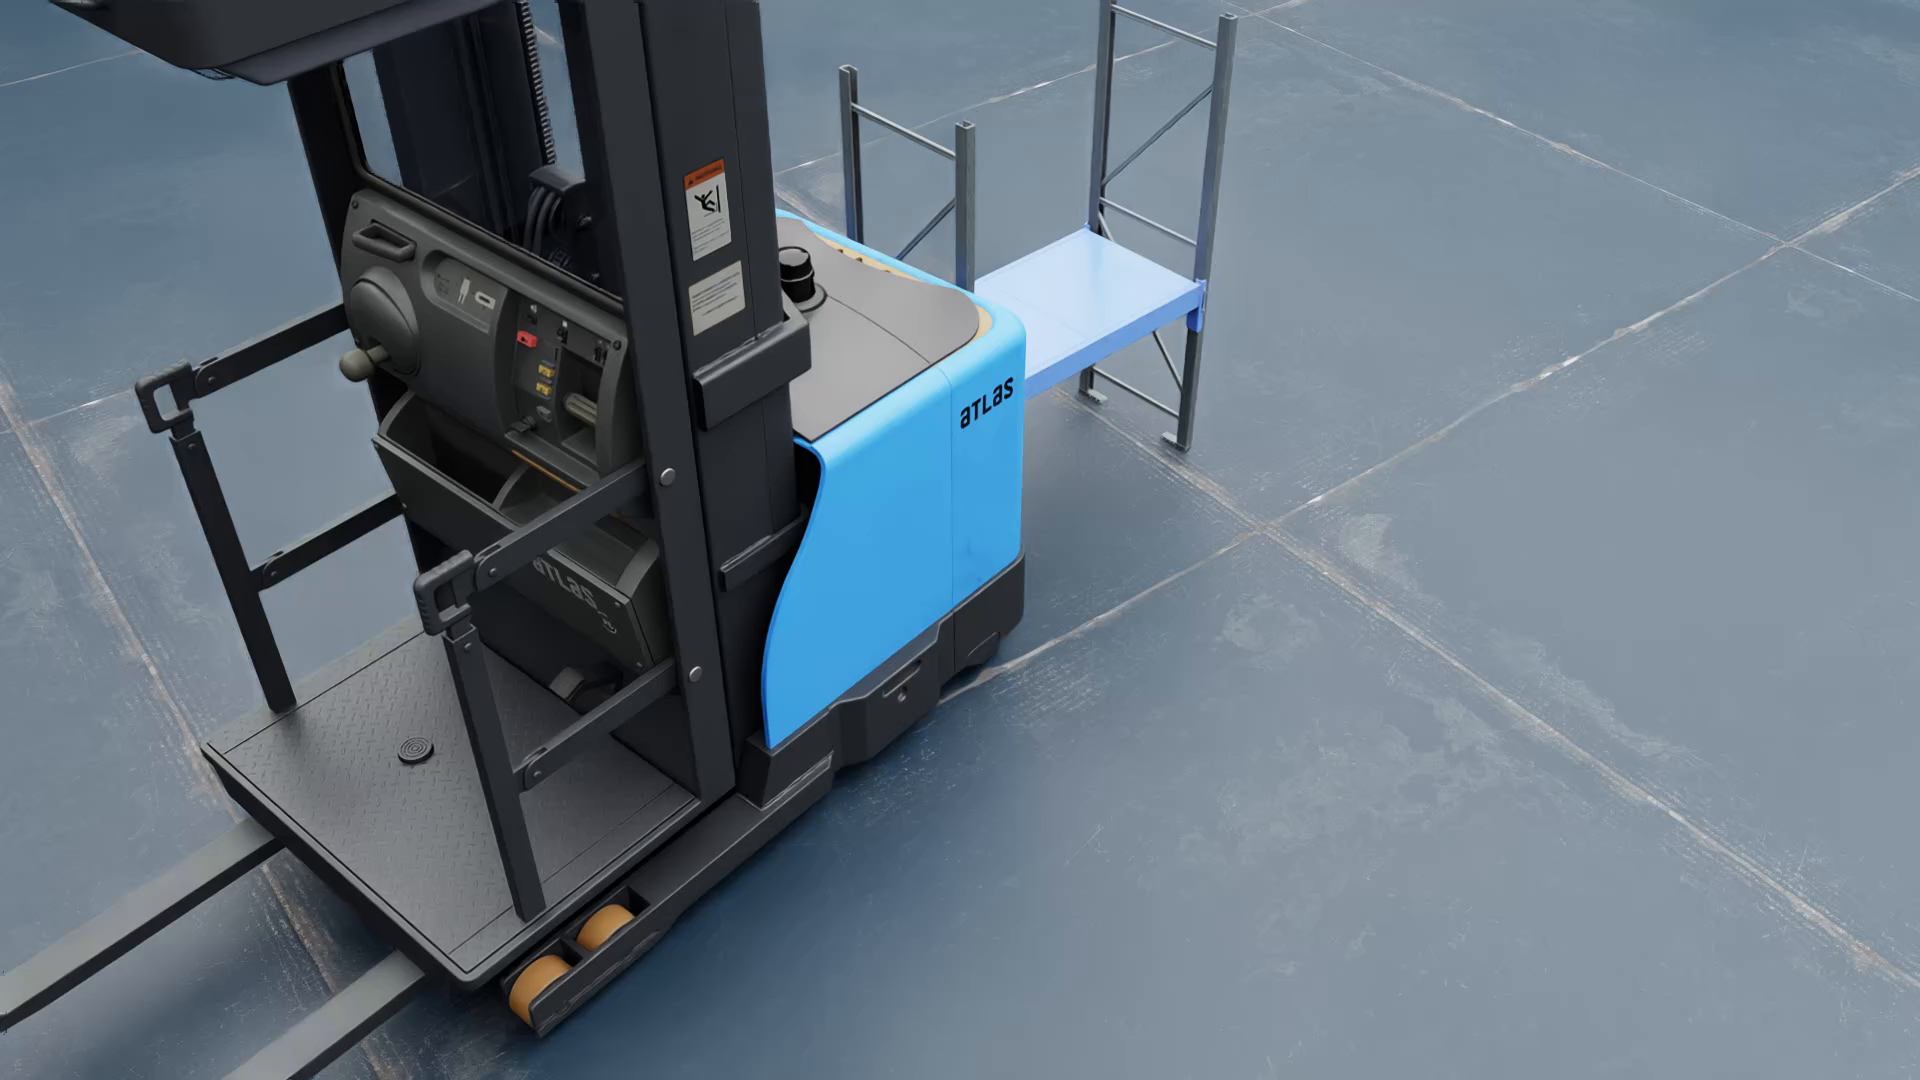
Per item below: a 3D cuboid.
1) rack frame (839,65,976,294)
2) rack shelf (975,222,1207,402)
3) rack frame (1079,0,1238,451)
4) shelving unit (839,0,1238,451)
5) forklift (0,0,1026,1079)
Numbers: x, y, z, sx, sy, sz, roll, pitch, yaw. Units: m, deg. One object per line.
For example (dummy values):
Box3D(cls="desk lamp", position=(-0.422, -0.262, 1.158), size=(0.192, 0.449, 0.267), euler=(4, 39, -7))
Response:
Box3D(cls="rack frame", position=(-0.142, -0.564, 4.755), size=(0.032, 1.500, 0.500), euler=(-31, 48, -32))
Box3D(cls="rack shelf", position=(0.230, -0.645, 5.137), size=(1.000, 0.185, 0.538), euler=(-31, 48, -32))
Box3D(cls="rack frame", position=(0.602, -1.003, 5.291), size=(0.032, 1.500, 0.500), euler=(-31, 48, -32))
Box3D(cls="shelving unit", position=(0.230, -0.784, 5.023), size=(1.048, 1.500, 0.538), euler=(-31, 48, -32))
Box3D(cls="forklift", position=(-1.153, -0.364, 3.383), size=(1.130, 2.935, 3.031), euler=(28, 47, 30))
